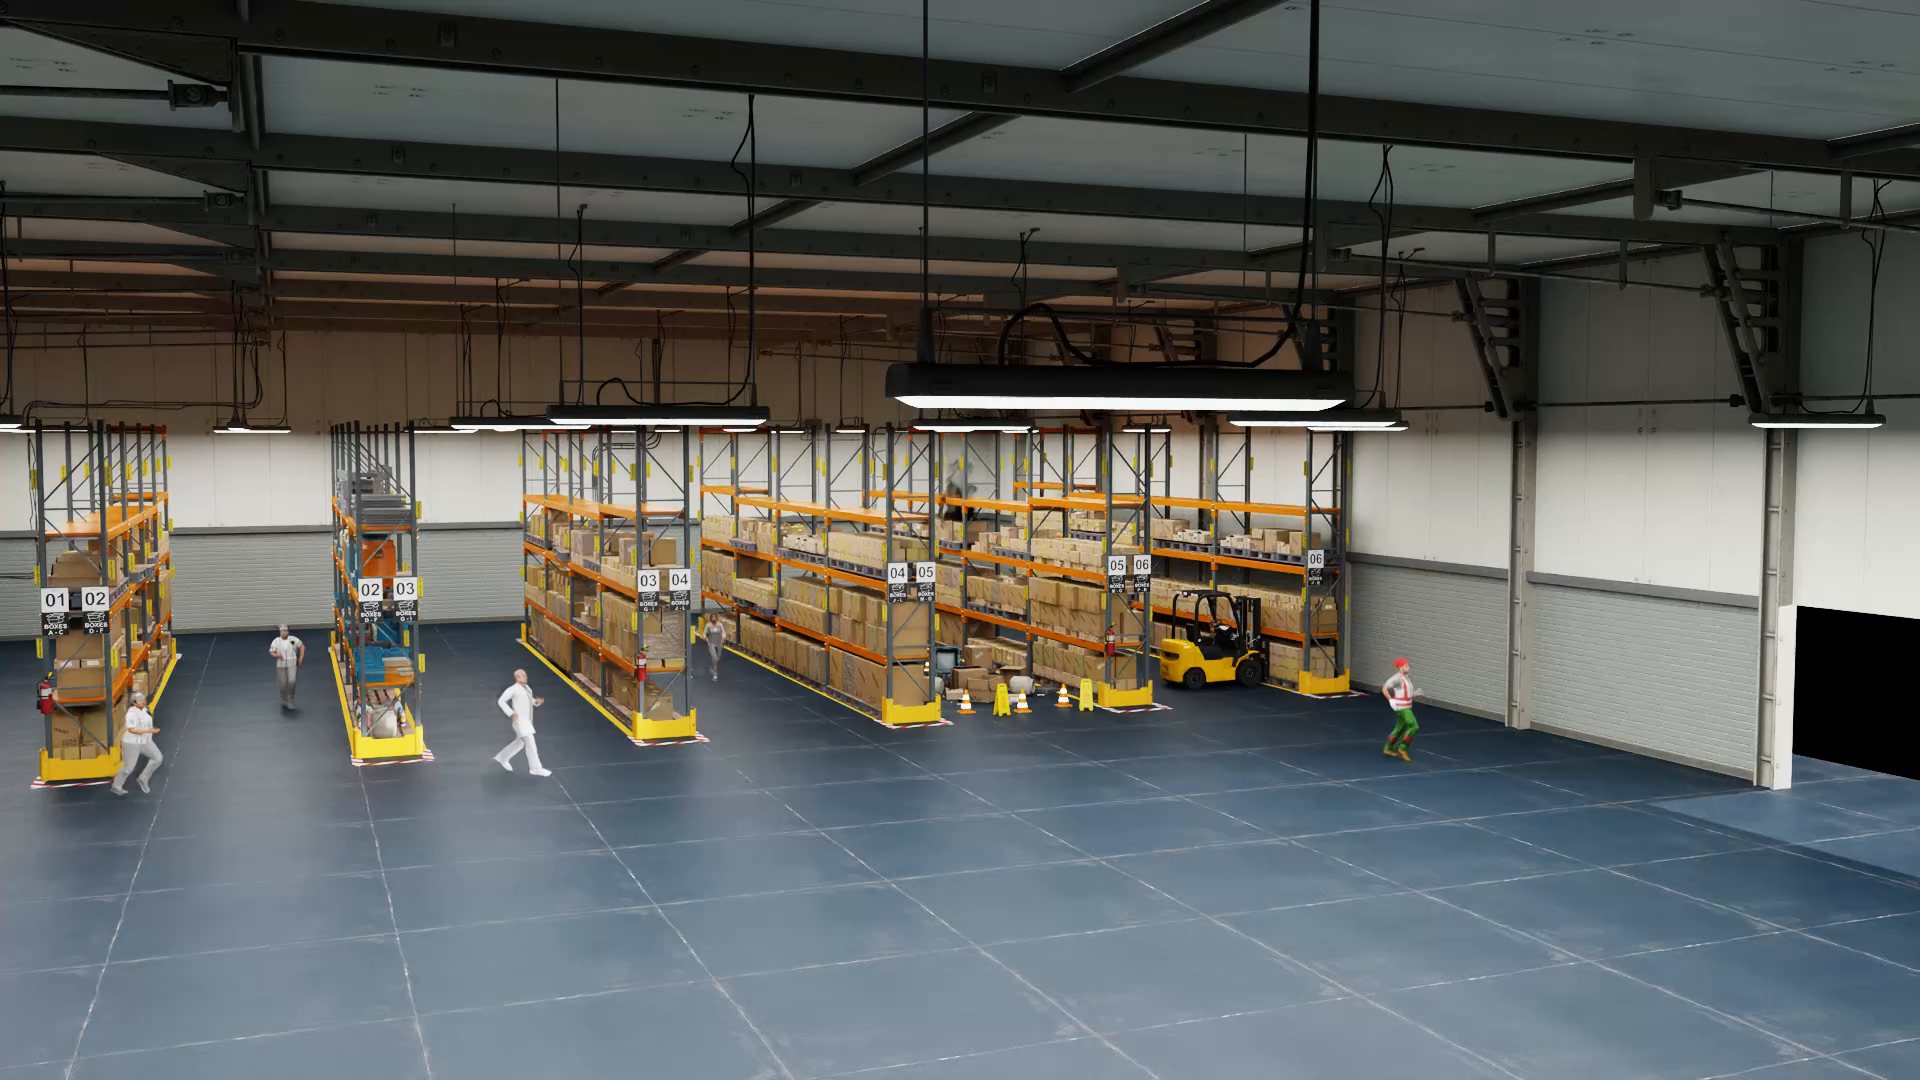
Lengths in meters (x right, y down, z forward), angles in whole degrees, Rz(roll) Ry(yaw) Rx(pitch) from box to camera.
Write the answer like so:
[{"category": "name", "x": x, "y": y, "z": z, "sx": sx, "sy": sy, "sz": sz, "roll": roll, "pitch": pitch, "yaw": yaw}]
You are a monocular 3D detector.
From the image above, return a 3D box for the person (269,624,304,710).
[{"category": "person", "x": -14.184, "y": 2.680, "z": 35.043, "sx": 0.670, "sy": 1.820, "sz": 0.767, "roll": -1, "pitch": 4, "yaw": -19}]

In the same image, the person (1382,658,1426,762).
[{"category": "person", "x": 7.828, "y": 2.995, "z": 29.340, "sx": 0.735, "sy": 1.817, "sz": 0.641, "roll": 2, "pitch": 4, "yaw": 29}]

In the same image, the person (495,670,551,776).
[{"category": "person", "x": -7.368, "y": 3.056, "z": 27.962, "sx": 1.065, "sy": 1.762, "sz": 0.703, "roll": 1, "pitch": 4, "yaw": 9}]

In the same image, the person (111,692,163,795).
[{"category": "person", "x": -13.079, "y": 3.235, "z": 26.481, "sx": 0.825, "sy": 1.642, "sz": 0.620, "roll": 1, "pitch": 4, "yaw": 10}]

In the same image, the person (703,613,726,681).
[{"category": "person", "x": -5.795, "y": 2.496, "z": 39.151, "sx": 0.540, "sy": 1.596, "sz": 0.674, "roll": -1, "pitch": 4, "yaw": -21}]
